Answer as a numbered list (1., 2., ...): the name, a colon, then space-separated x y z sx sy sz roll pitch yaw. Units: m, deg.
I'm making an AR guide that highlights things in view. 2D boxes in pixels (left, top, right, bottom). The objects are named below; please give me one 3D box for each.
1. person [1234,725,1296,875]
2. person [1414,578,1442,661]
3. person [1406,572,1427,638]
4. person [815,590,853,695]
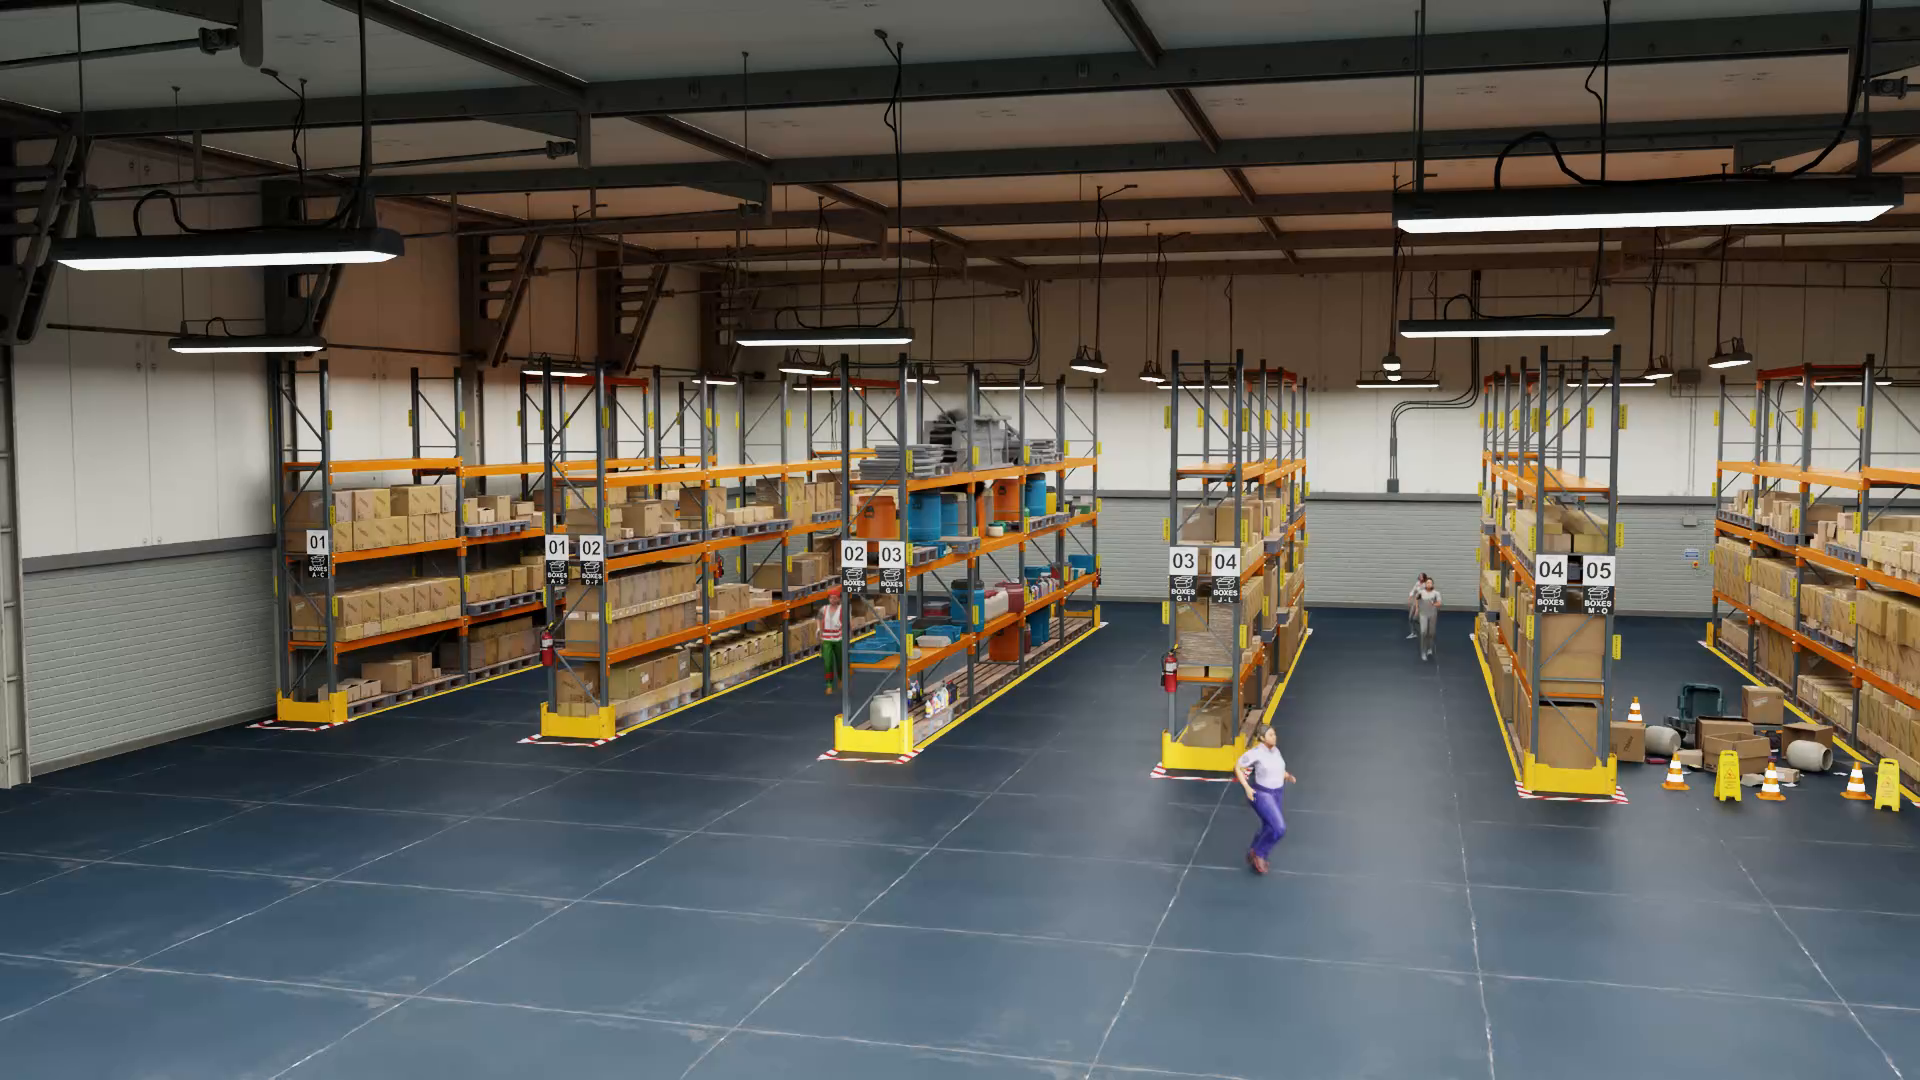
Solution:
1. person: 3.415 2.872 18.385 0.656 1.628 0.587 4 6 44
2. person: 9.844 1.641 34.973 0.543 1.717 0.829 1 4 12
3. person: 10.558 1.515 38.148 0.497 1.519 0.588 -3 5 -38
4. person: -2.180 1.757 28.683 0.667 1.798 0.896 0 4 5
